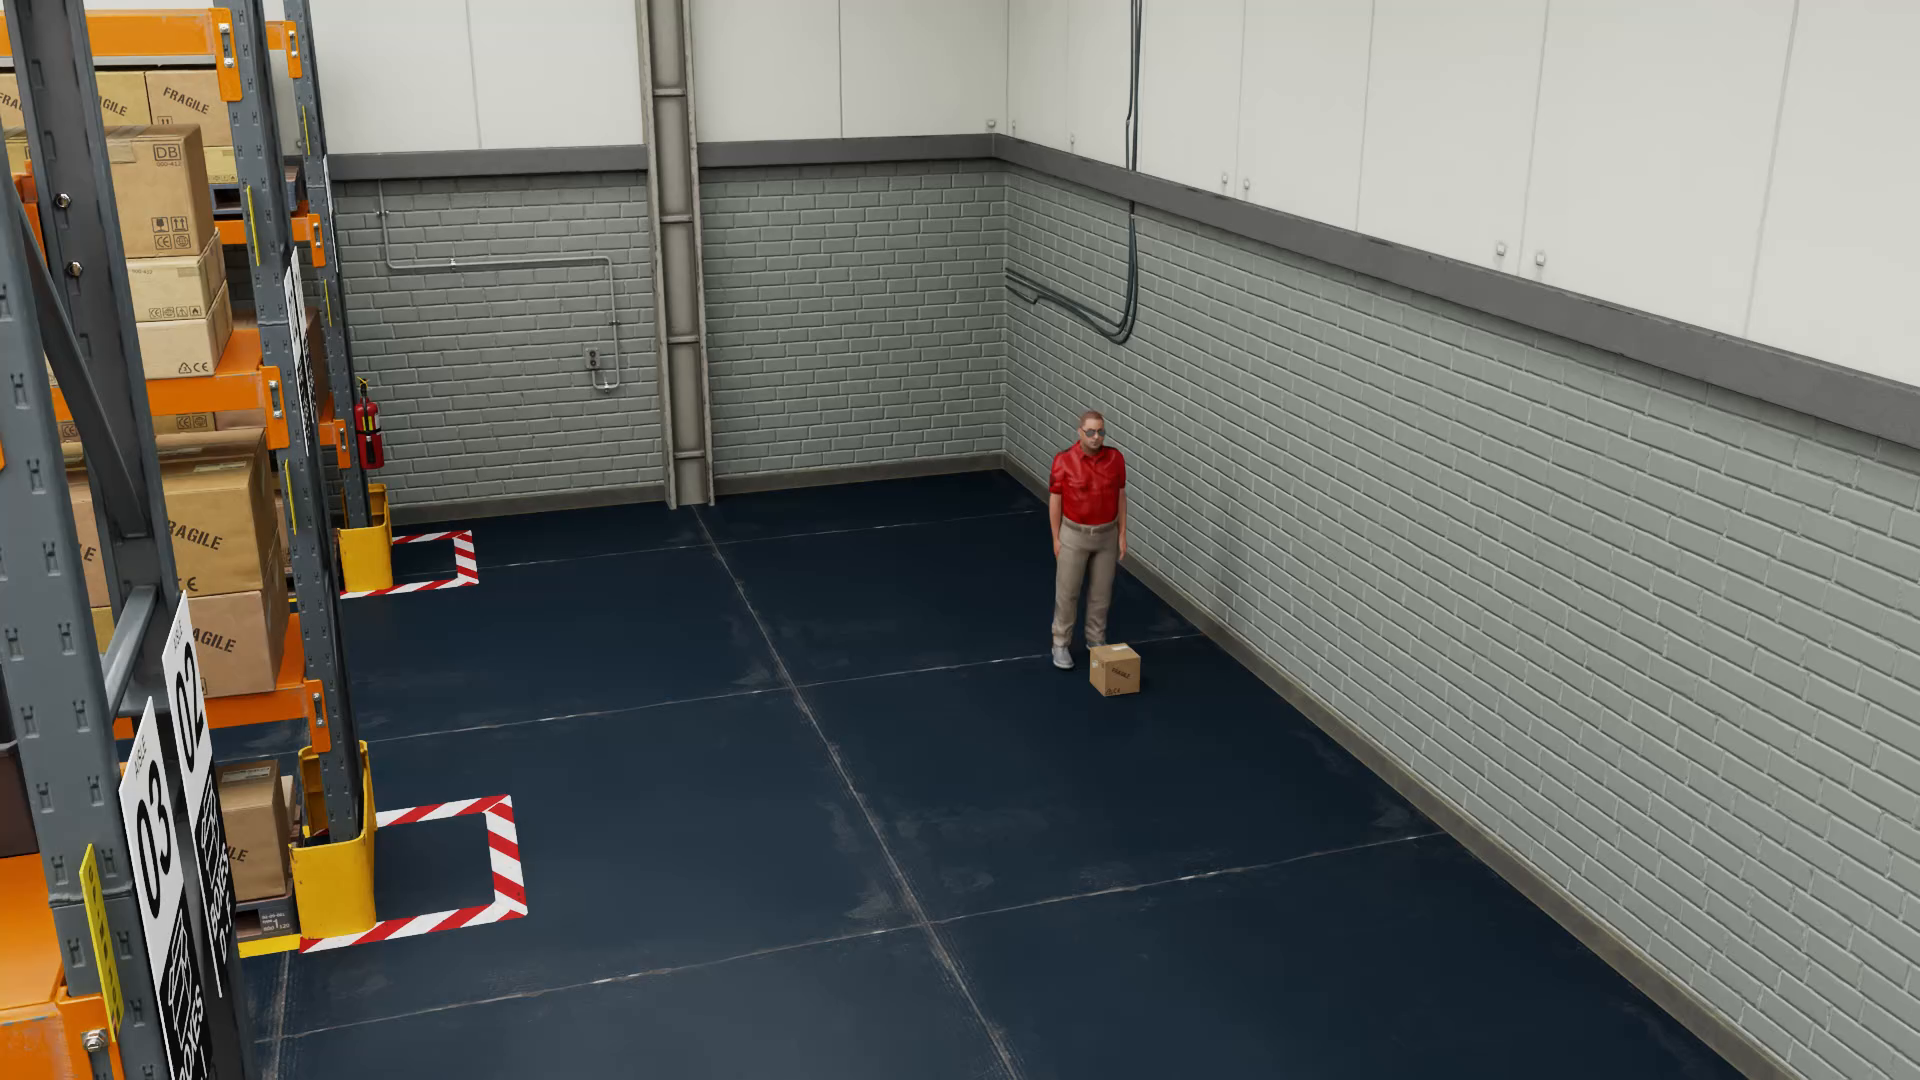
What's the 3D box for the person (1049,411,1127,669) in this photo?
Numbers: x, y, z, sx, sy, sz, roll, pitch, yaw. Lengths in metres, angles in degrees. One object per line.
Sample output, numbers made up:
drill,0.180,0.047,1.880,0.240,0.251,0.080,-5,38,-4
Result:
person,0.868,-0.005,11.094,0.533,1.732,0.356,-6,20,-16
